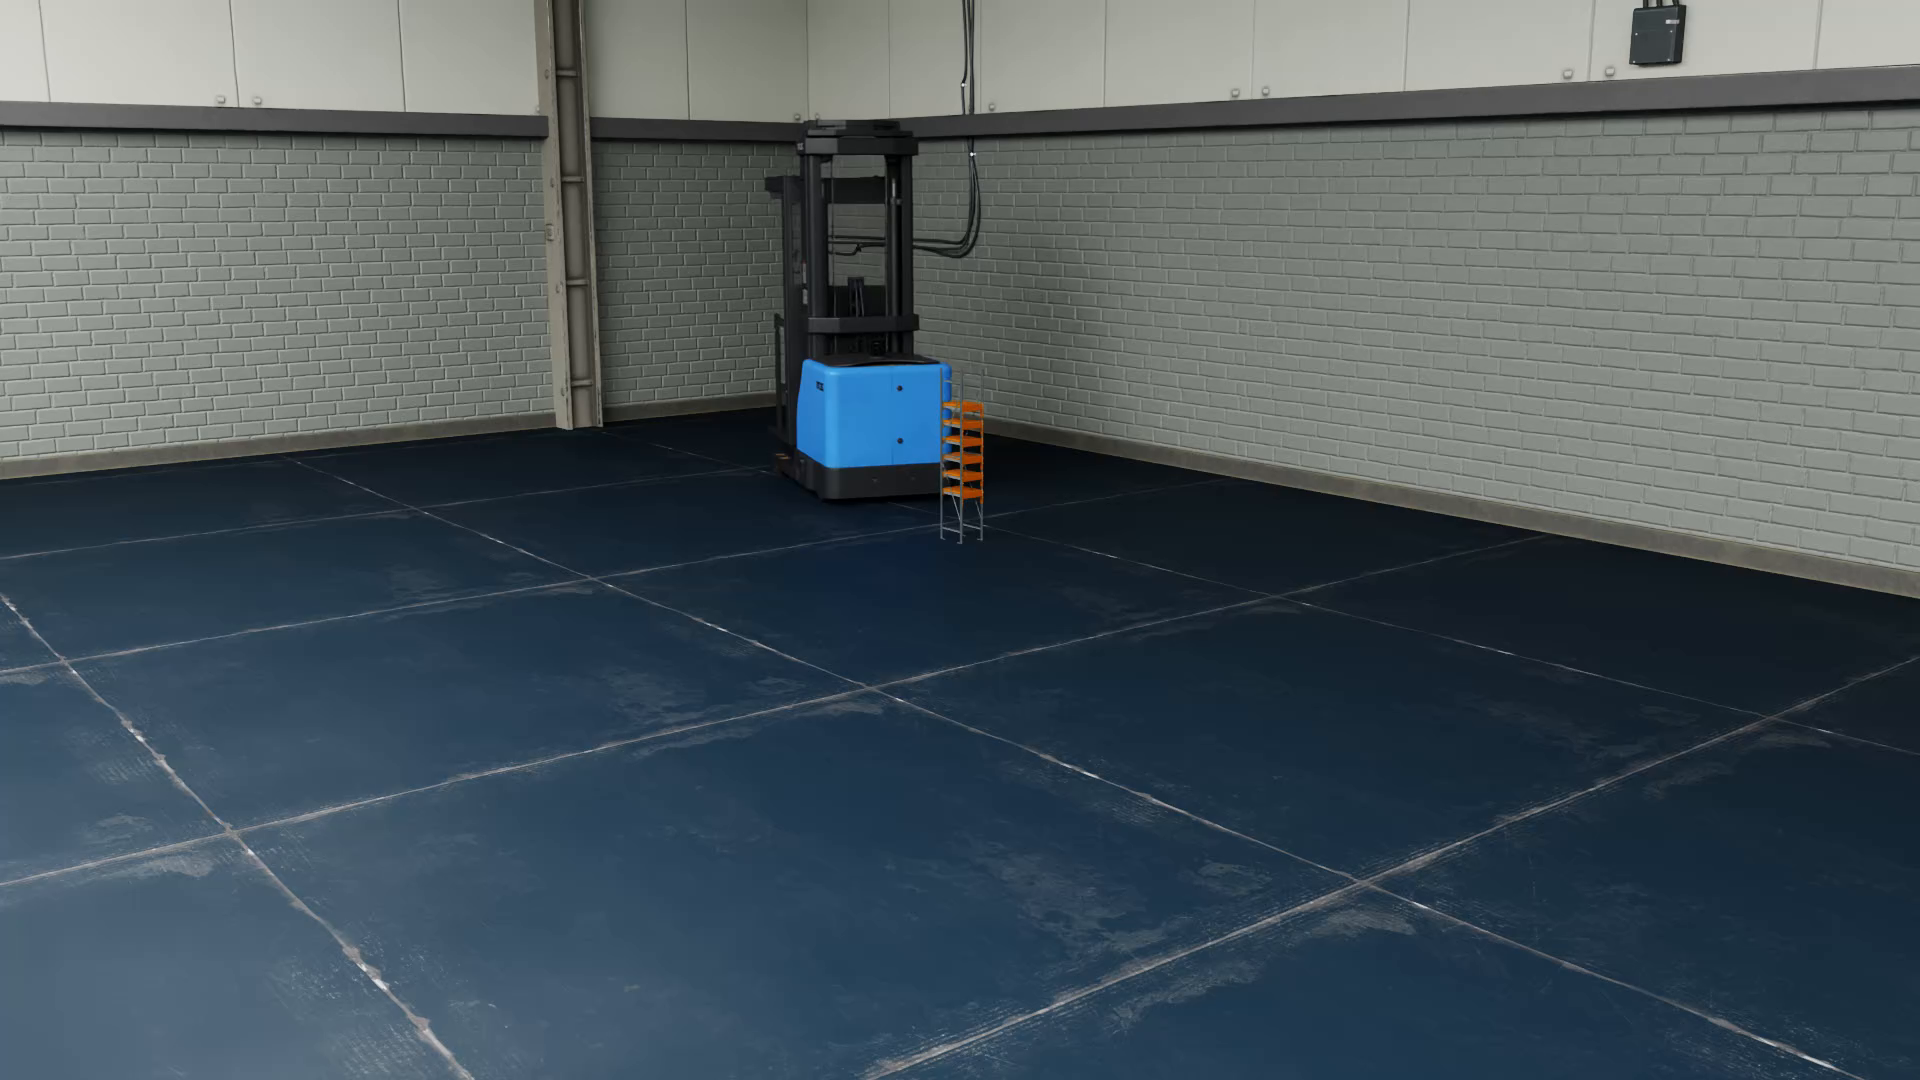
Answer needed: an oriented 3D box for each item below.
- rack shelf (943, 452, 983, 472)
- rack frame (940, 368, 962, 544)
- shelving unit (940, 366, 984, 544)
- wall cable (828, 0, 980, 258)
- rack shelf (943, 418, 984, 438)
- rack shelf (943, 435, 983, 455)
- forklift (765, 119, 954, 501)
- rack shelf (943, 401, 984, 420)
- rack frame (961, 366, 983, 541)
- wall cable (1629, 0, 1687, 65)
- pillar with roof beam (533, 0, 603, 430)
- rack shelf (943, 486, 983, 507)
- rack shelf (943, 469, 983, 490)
[{"bbox_3d":[0.011,-0.545,11.522,0.180,0.103,0.258,-9,15,-38],"label":"rack shelf"},{"bbox_3d":[-0.060,-0.577,11.457,0.006,1.200,0.240,-9,15,-38],"label":"rack frame"},{"bbox_3d":[0.011,-0.589,11.513,0.189,1.200,0.258,-9,15,-38],"label":"shelving unit"},{"bbox_3d":[-0.798,-4.222,17.323,0.112,2.526,3.097,-9,15,-38],"label":"wall cable"},{"bbox_3d":[0.011,-0.780,11.472,0.180,0.103,0.258,-9,15,-38],"label":"rack shelf"},{"bbox_3d":[0.011,-0.663,11.497,0.180,0.103,0.258,-9,15,-38],"label":"rack shelf"},{"bbox_3d":[-0.999,-2.002,14.002,1.130,2.935,3.031,-4,13,-18],"label":"forklift"},{"bbox_3d":[0.011,-0.897,11.447,0.180,0.103,0.258,-9,15,-38],"label":"rack shelf"},{"bbox_3d":[0.083,-0.601,11.569,0.006,1.200,0.240,-9,15,-38],"label":"rack frame"},{"bbox_3d":[5.120,-5.863,9.386,0.169,6.003,2.305,-9,15,-38],"label":"wall cable"},{"bbox_3d":[-1.235,-4.875,12.922,0.400,9.000,9.100,-9,15,-38],"label":"pillar with roof beam"},{"bbox_3d":[0.011,-0.311,11.572,0.180,0.103,0.258,-9,15,-38],"label":"rack shelf"},{"bbox_3d":[0.011,-0.428,11.547,0.180,0.103,0.258,-9,15,-38],"label":"rack shelf"}]
